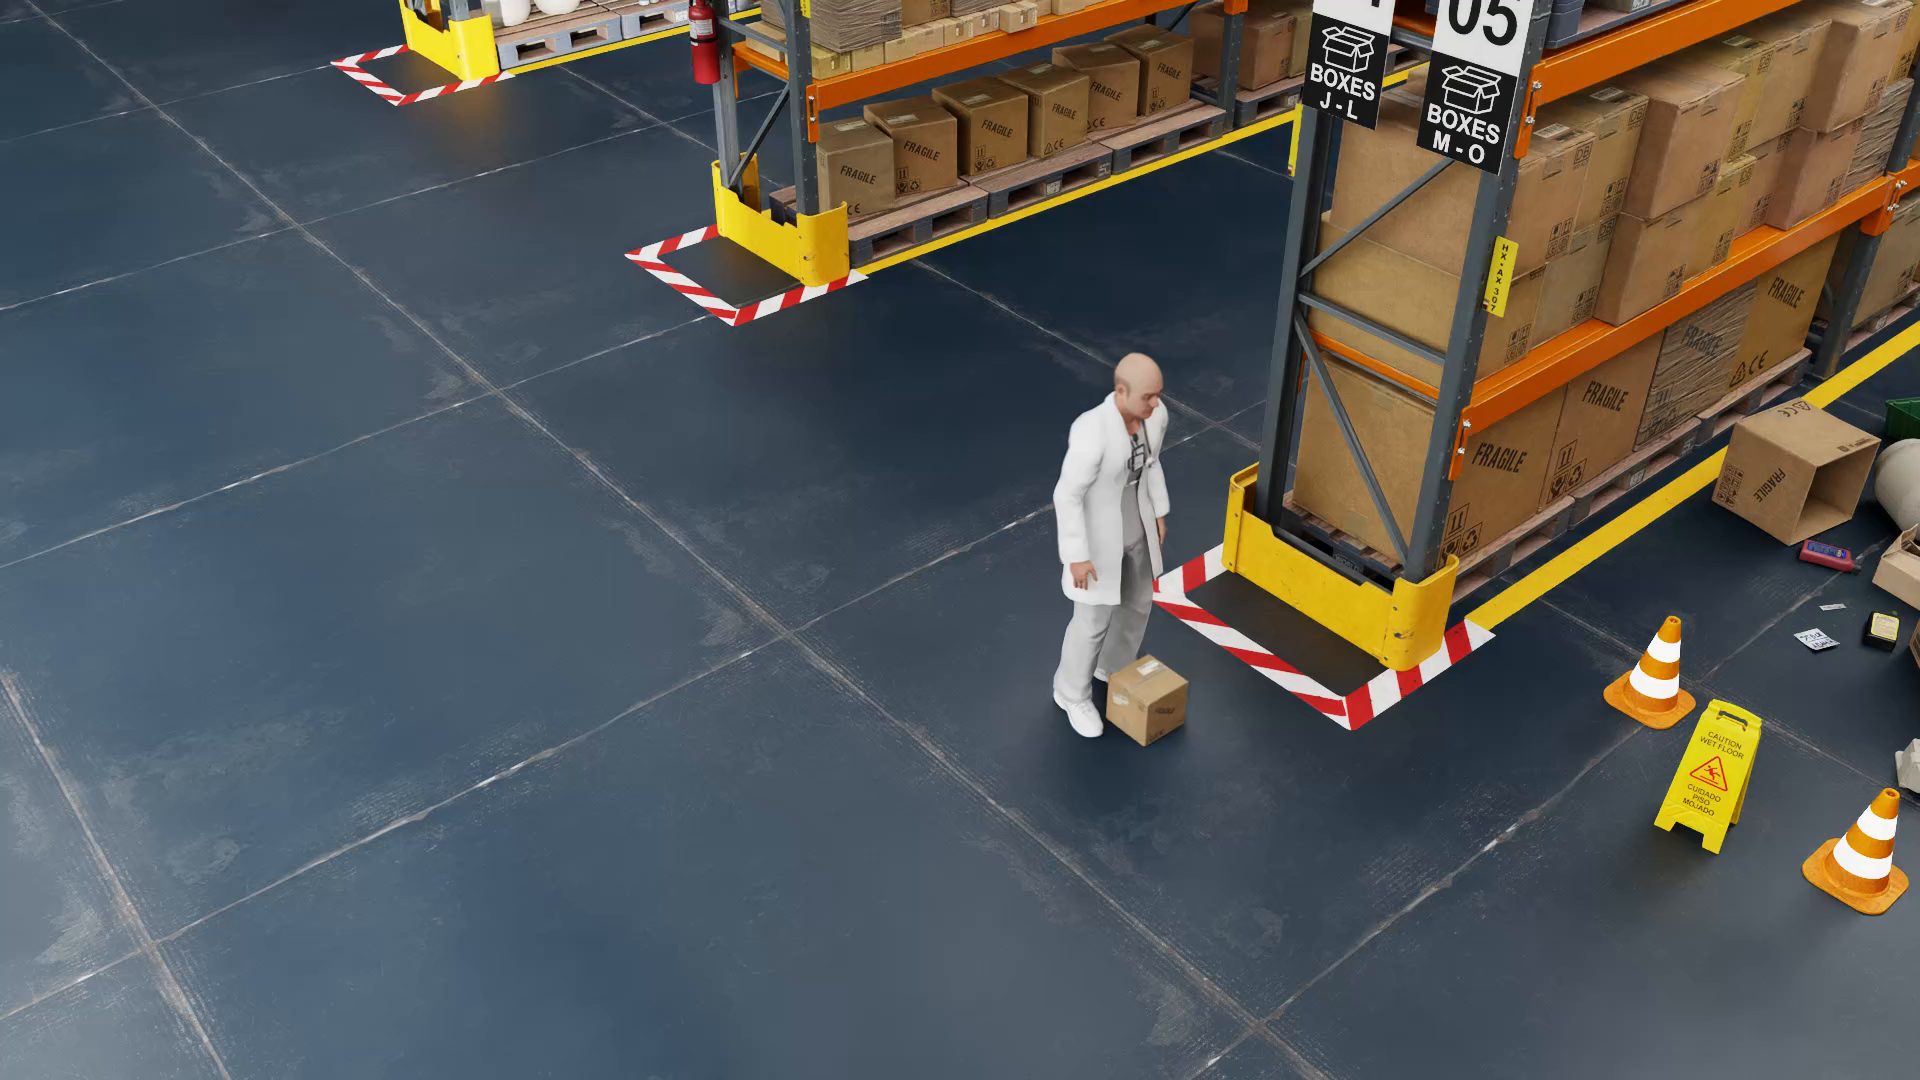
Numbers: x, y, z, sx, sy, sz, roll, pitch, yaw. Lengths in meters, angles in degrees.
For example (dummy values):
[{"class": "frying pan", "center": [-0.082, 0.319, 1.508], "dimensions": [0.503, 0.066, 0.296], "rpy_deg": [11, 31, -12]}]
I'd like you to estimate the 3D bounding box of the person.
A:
[{"class": "person", "center": [0.663, -0.016, 7.116], "dimensions": [0.631, 1.773, 0.427], "rpy_deg": [-28, 44, -33]}]
